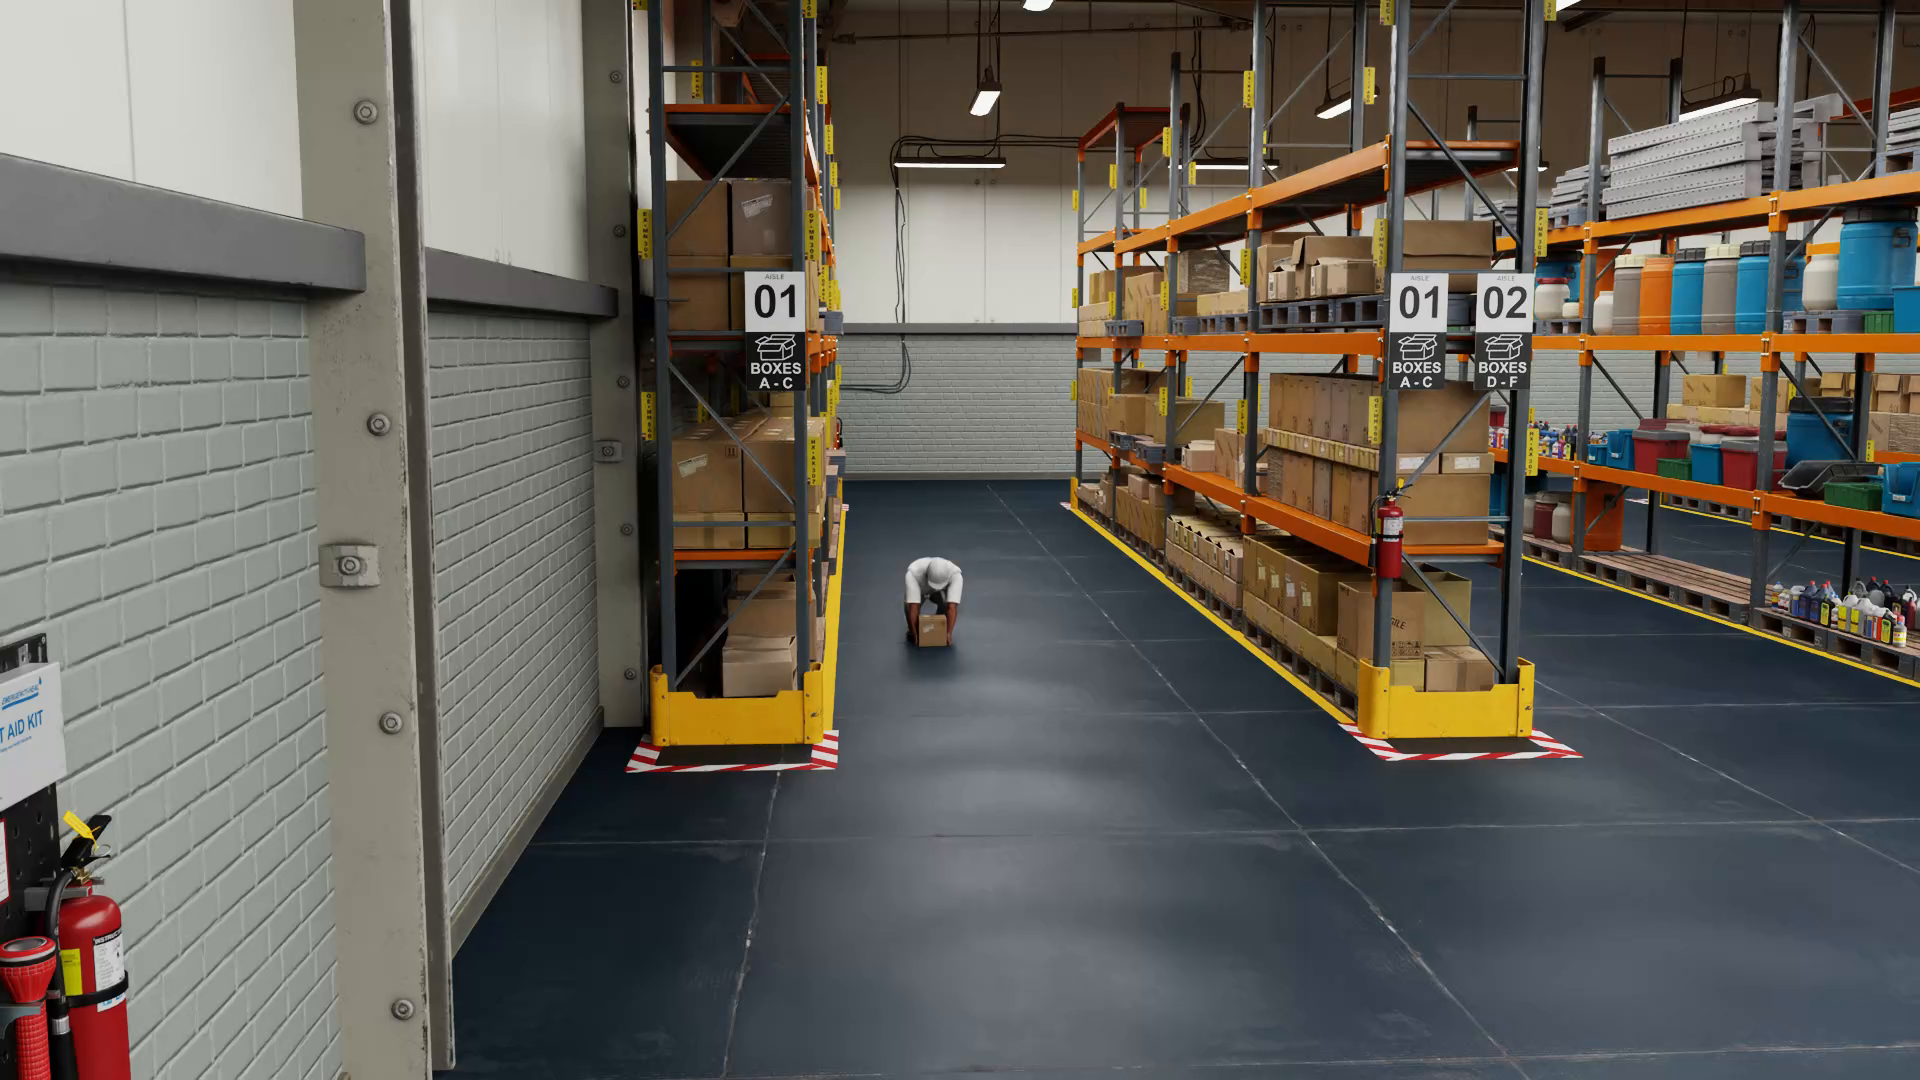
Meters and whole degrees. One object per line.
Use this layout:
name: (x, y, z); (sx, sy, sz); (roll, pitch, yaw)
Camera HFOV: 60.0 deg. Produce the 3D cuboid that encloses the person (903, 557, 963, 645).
person: (-0.255, 0.552, 15.403); (0.540, 0.877, 0.938); (-1, 7, -5)
